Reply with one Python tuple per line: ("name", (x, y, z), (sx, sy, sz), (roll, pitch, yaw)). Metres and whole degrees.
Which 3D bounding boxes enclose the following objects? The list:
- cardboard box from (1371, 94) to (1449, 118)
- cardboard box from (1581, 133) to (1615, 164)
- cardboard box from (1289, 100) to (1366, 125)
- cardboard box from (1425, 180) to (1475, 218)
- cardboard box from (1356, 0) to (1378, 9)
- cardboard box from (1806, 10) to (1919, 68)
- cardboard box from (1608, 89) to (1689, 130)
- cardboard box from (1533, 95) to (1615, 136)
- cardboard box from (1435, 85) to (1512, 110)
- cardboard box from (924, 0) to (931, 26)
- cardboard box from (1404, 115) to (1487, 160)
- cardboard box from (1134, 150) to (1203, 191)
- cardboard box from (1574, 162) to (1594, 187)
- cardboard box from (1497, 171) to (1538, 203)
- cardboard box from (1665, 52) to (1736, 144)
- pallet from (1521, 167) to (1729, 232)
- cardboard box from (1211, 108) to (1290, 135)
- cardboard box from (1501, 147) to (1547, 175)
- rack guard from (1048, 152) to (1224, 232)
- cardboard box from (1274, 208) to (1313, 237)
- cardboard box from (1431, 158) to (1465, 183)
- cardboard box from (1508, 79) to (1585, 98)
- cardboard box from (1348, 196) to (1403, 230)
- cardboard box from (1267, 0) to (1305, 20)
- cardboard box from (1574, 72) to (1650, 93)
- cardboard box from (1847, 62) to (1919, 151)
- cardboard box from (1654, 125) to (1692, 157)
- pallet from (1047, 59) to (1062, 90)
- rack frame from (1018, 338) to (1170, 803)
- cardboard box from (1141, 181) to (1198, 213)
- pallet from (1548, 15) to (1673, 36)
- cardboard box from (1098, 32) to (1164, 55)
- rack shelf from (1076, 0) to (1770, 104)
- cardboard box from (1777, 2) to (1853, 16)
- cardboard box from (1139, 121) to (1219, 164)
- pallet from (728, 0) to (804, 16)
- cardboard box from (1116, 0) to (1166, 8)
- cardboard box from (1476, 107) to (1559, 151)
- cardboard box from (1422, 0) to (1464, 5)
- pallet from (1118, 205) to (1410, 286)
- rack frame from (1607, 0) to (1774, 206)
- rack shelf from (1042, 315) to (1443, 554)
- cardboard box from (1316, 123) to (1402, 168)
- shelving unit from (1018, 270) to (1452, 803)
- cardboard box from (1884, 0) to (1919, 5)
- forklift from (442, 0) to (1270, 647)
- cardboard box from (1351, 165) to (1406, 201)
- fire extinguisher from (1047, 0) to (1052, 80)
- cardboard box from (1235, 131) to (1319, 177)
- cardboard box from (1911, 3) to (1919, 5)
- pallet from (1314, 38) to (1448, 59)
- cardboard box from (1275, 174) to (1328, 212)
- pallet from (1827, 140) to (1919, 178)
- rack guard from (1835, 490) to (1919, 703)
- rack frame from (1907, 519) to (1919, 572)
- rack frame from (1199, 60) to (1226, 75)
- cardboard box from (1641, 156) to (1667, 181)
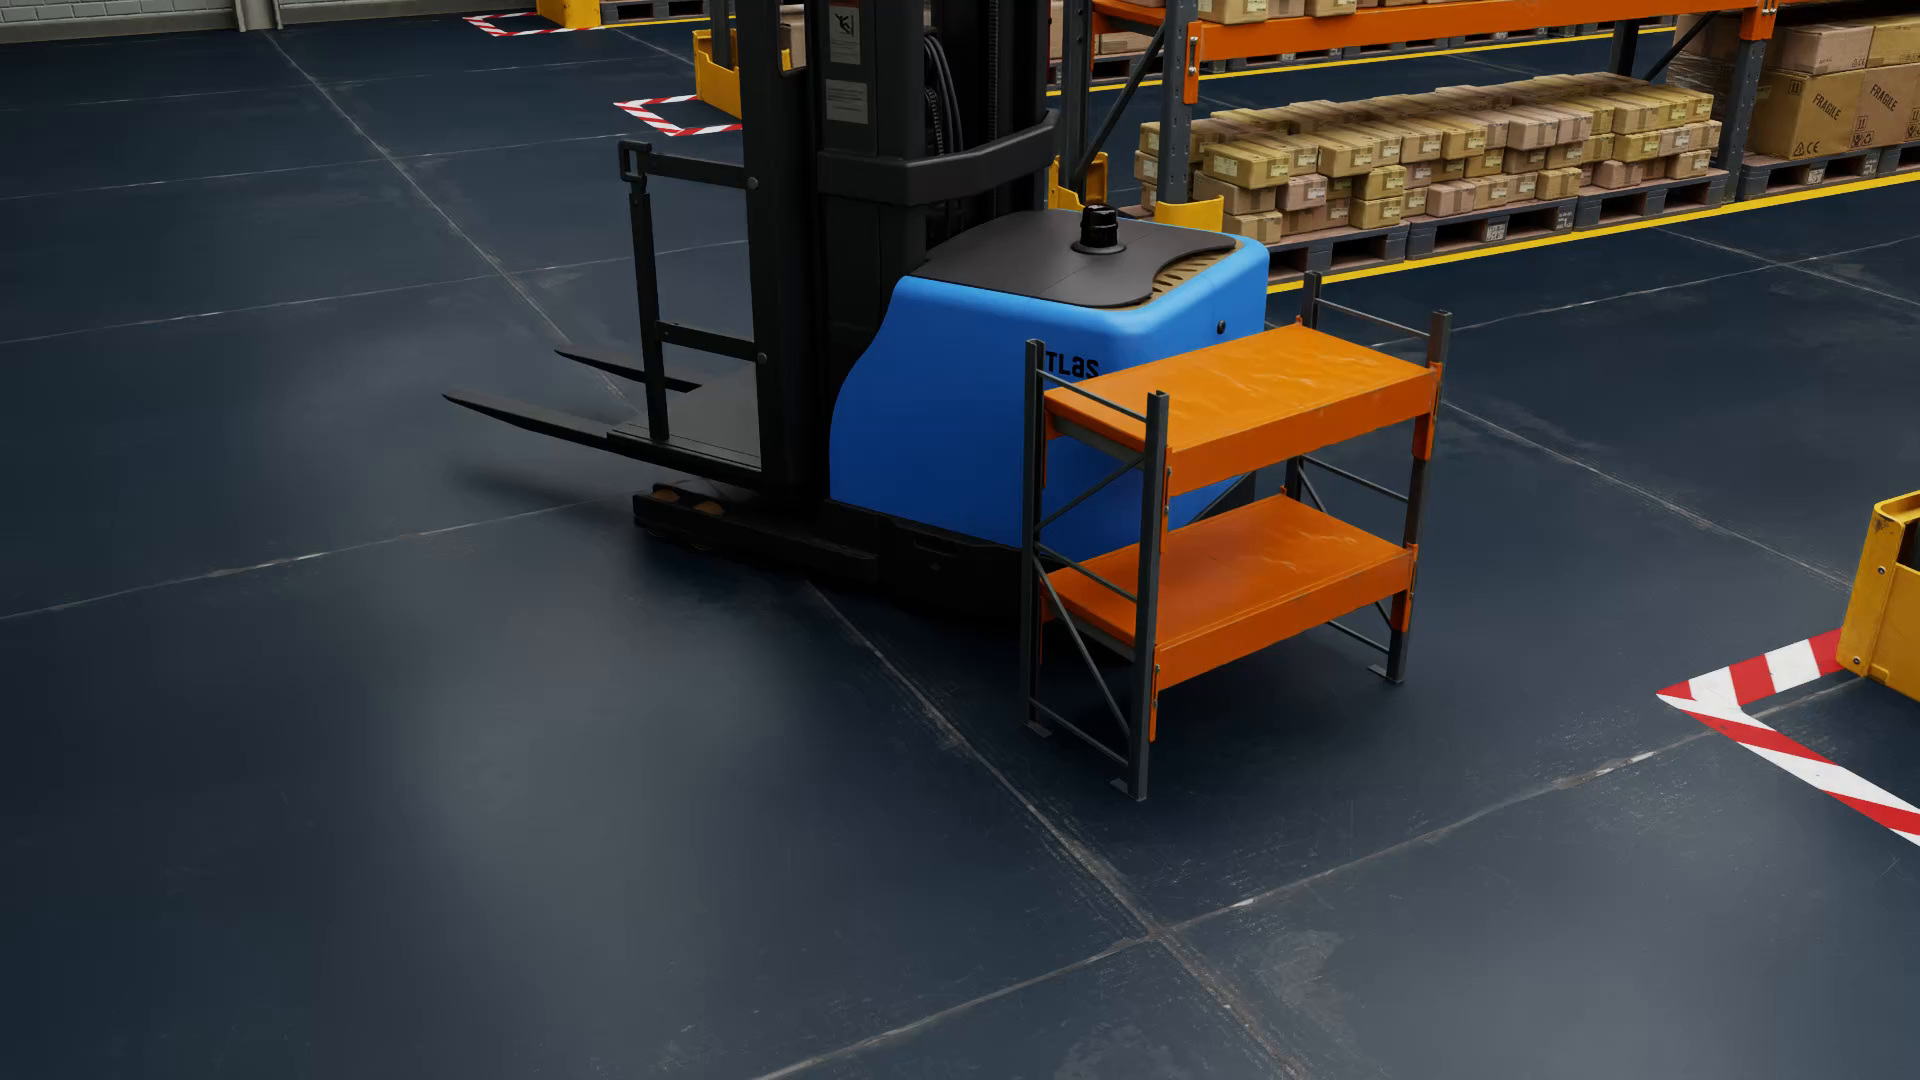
("cardboard box", (2.546, -2.415, 9.435), (0.250, 0.149, 0.380), (-13, 28, -25))
("cardboard box", (3.481, -2.260, 9.456), (0.250, 0.149, 0.380), (-13, 28, -25))
("cardboard box", (2.043, -2.339, 9.278), (0.250, 0.149, 0.380), (-12, 28, -23))
("cardboard box", (2.548, -1.870, 8.987), (0.250, 0.149, 0.380), (-15, 29, -28))
("cardboard box", (1.881, -2.762, 8.327), (0.250, 0.149, 0.380), (-12, 28, -23))
("cardboard box", (5.583, -3.101, 10.280), (0.500, 0.250, 0.500), (-12, 28, -24))
("cardboard box", (3.940, -2.475, 9.561), (0.250, 0.149, 0.380), (-13, 28, -24))
("cardboard box", (3.458, -2.399, 9.401), (0.250, 0.149, 0.380), (-12, 28, -23))
("cardboard box", (2.983, -2.537, 9.689), (0.250, 0.149, 0.380), (-12, 28, -24))
("cardboard box", (-0.271, -3.994, 13.077), (0.875, 0.438, 0.875), (-12, 28, -24))
("cardboard box", (2.583, -2.152, 8.888), (0.250, 0.149, 0.380), (-13, 28, -24))
("cardboard box", (1.140, -1.982, 8.877), (0.250, 0.149, 0.380), (-14, 29, -26))
("cardboard box", (3.391, -2.129, 9.528), (0.250, 0.149, 0.380), (-14, 29, -26))
("cardboard box", (2.977, -1.998, 9.254), (0.250, 0.149, 0.380), (-12, 28, -24))
("cardboard box", (4.873, -2.851, 10.626), (0.500, 0.500, 0.500), (-14, 29, -26))
("pallet", (3.762, -2.134, 9.952), (1.213, 0.211, 1.003), (-13, 29, -25))
("cardboard box", (1.574, -2.235, 9.060), (0.250, 0.149, 0.380), (-14, 29, -26))
("cardboard box", (3.020, -2.154, 9.235), (0.250, 0.149, 0.380), (-14, 29, -28))
("rack guard", (0.876, -1.616, 8.538), (0.348, 0.500, 1.175), (-13, 29, -25))
("cardboard box", (1.614, -1.700, 8.634), (0.250, 0.149, 0.380), (-13, 29, -25))
("cardboard box", (2.521, -2.064, 9.048), (0.250, 0.149, 0.380), (-11, 28, -22))
("cardboard box", (3.466, -2.619, 9.861), (0.250, 0.149, 0.380), (-13, 29, -26))
("cardboard box", (2.107, -1.764, 8.767), (0.250, 0.149, 0.380), (-13, 28, -24))
("cardboard box", (1.454, -2.622, 8.036), (0.250, 0.149, 0.380), (-12, 28, -23))
("cardboard box", (3.937, -2.723, 10.077), (0.250, 0.149, 0.380), (-12, 28, -23))
("cardboard box", (5.581, -2.762, 10.440), (0.500, 0.500, 0.500), (-12, 28, -23))
("cardboard box", (3.977, -2.335, 9.612), (0.250, 0.149, 0.380), (-14, 29, -28))
("pallet", (0.134, -3.779, 13.378), (1.213, 0.211, 1.003), (-13, 29, -25))
("rack frame", (0.326, 0.087, 4.270), (0.032, 1.125, 0.500), (-18, 31, -32))
("cardboard box", (1.175, -1.818, 8.880), (0.250, 0.149, 0.380), (-12, 28, -24))
("pallet", (6.139, -5.128, 16.187), (1.213, 0.211, 1.003), (-13, 29, -25))
("cardboard box", (1.315, -4.359, 13.839), (0.875, 0.438, 0.875), (-13, 29, -26))
("rack shelf", (2.573, -2.810, 8.969), (4.000, 0.370, 1.077), (-13, 29, -25))
("cardboard box", (5.336, -3.290, 10.674), (0.500, 0.250, 0.500), (-12, 28, -23))
("cardboard box", (1.156, -2.104, 8.788), (0.250, 0.149, 0.380), (-13, 28, -25))
("pallet", (-2.104, -5.660, 17.295), (1.213, 0.211, 1.003), (-13, 29, -25))
("cardboard box", (0.963, -2.788, 8.382), (0.250, 0.149, 0.380), (-13, 29, -25))
("cardboard box", (3.030, -2.249, 9.089), (0.250, 0.149, 0.380), (-14, 29, -27))
("cardboard box", (2.362, -2.847, 8.505), (0.250, 0.149, 0.380), (-14, 29, -26))
("pallet", (1.609, -1.638, 8.917), (1.213, 0.211, 1.003), (-13, 29, -25))
("rack frame", (4.338, -3.542, 9.661), (0.127, 3.000, 1.000), (-13, 29, -25))
("rack shelf", (0.734, -0.308, 4.416), (1.000, 0.278, 0.538), (-18, 31, -32))
("cardboard box", (2.080, -2.063, 8.703), (0.250, 0.149, 0.380), (-15, 29, -28))
("shelving unit", (0.734, -0.044, 4.543), (1.048, 1.125, 0.538), (-18, 31, -32))
("cardboard box", (6.255, -3.510, 11.131), (0.500, 0.250, 0.500), (-13, 28, -25))
("forklift", (-0.532, -1.463, 5.410), (3.031, 2.935, 1.130), (15, 29, 28))
("cardboard box", (2.112, -1.903, 8.712), (0.250, 0.149, 0.380), (-12, 28, -24))
("fire extinguisher", (0.369, -2.649, 8.322), (0.183, 0.674, 0.296), (-13, 29, -25))
("cardboard box", (1.617, -1.979, 8.527), (0.250, 0.149, 0.380), (-12, 28, -24))
("cardboard box", (6.491, -3.313, 10.721), (0.500, 0.250, 0.500), (-12, 28, -24))
("pallet", (3.643, -4.591, 15.068), (1.213, 0.211, 1.003), (-13, 29, -25))
("cardboard box", (1.660, -1.808, 8.516), (0.250, 0.149, 0.380), (-13, 29, -25))
("pallet", (6.102, -2.694, 11.117), (1.213, 0.211, 1.003), (-13, 29, -25))
("rack guard", (3.032, 0.319, 4.507), (0.348, 0.500, 1.175), (-13, 29, -25))
("rack frame", (3.053, -0.812, 3.976), (0.127, 3.000, 1.000), (-13, 29, -25))
("rack frame", (1.920, -5.412, 13.556), (0.127, 3.000, 1.000), (-13, 29, -25))
("cardboard box", (3.884, -2.215, 9.706), (0.250, 0.149, 0.380), (-12, 28, -24))
